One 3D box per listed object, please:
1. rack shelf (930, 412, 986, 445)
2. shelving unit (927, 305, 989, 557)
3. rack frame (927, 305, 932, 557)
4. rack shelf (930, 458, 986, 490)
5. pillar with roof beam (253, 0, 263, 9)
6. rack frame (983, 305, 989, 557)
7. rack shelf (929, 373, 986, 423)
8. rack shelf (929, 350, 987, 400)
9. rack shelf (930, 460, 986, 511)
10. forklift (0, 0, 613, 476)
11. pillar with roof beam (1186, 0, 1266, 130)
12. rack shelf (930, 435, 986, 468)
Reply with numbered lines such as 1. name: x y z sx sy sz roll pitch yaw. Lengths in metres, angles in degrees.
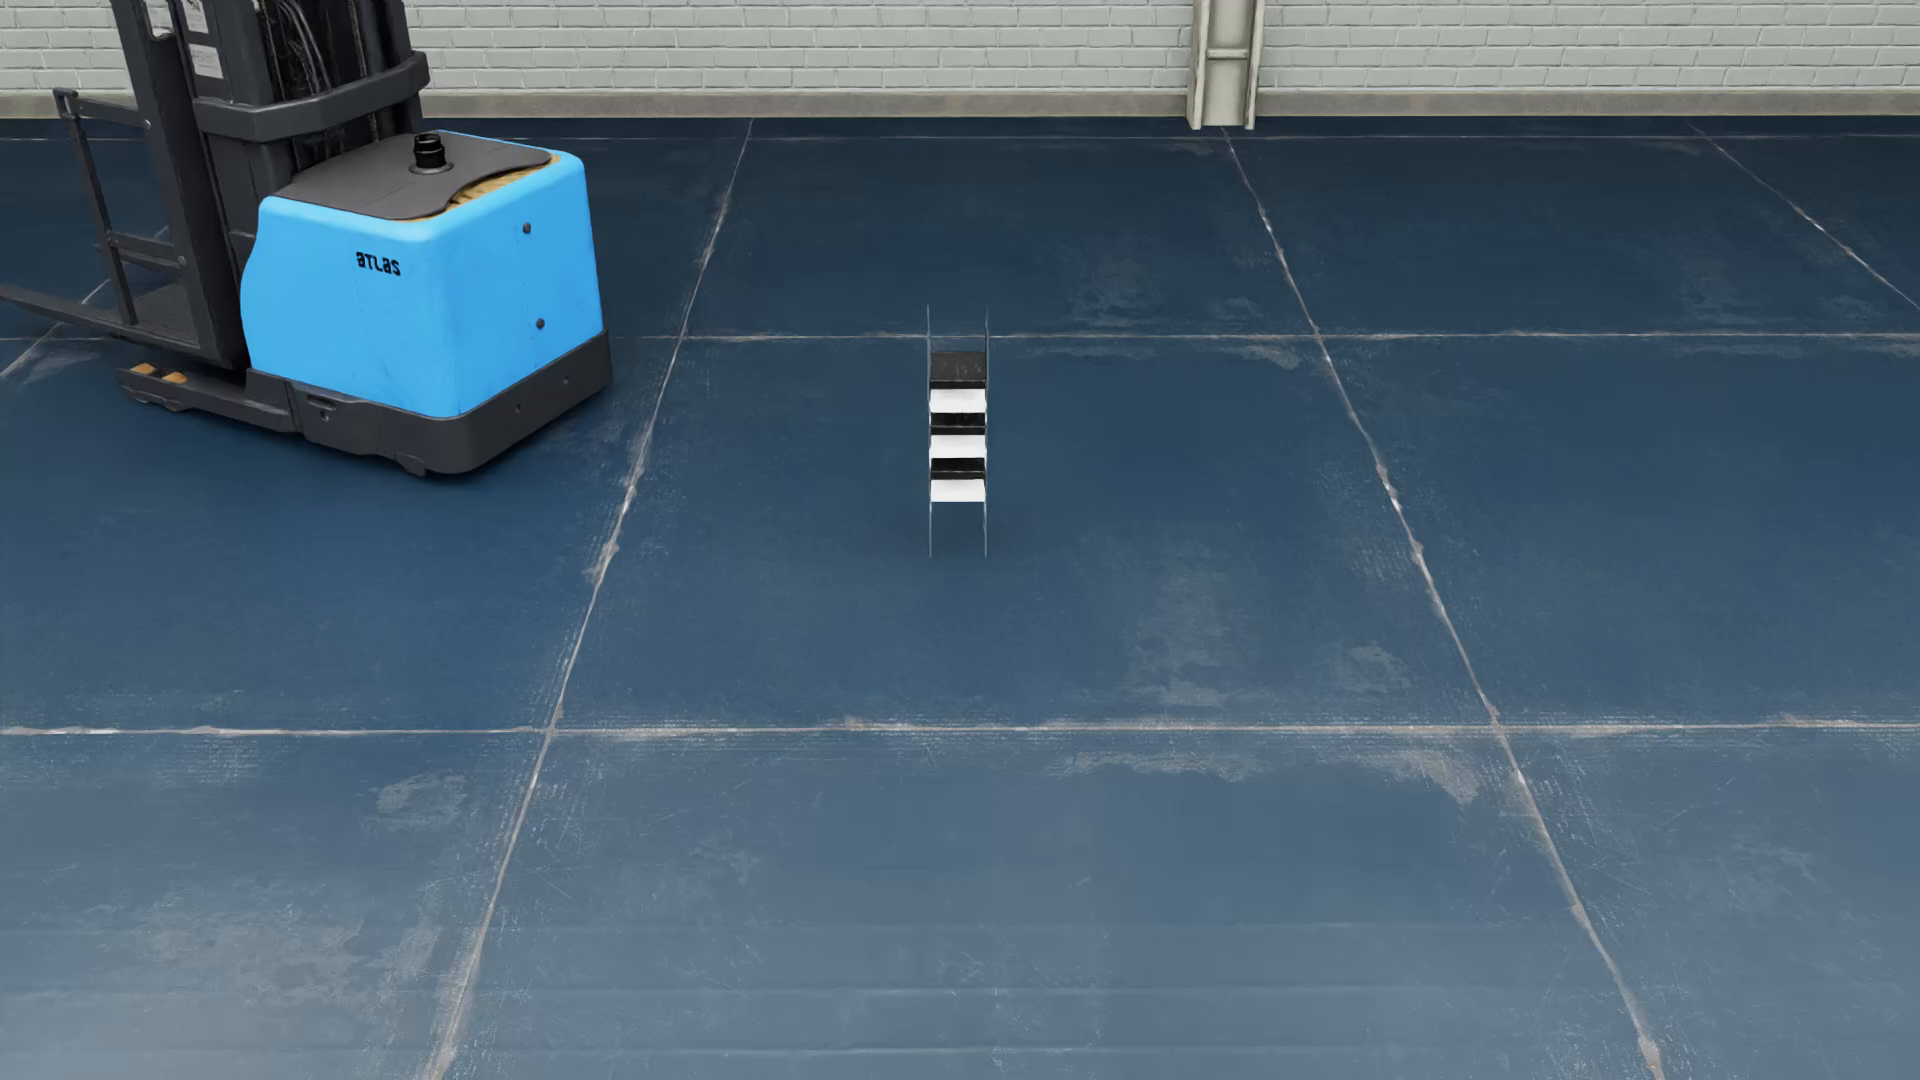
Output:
1. rack shelf: -0.008 -0.433 5.987 0.200 0.077 0.258 0 31 0
2. shelving unit: -0.008 -0.385 6.017 0.210 0.900 0.258 0 31 0
3. rack frame: -0.110 -0.384 6.016 0.006 0.900 0.240 0 31 0
4. rack shelf: -0.008 -0.279 6.081 0.200 0.077 0.258 0 31 0
5. pillar with roof beam: -4.308 -4.278 4.626 0.400 9.000 9.100 0 31 0
6. rack frame: 0.094 -0.385 6.017 0.006 0.900 0.240 0 31 0
7. rack shelf: -0.008 -0.510 5.940 0.200 0.077 0.258 0 31 0
8. rack shelf: -0.008 -0.587 5.894 0.200 0.077 0.258 0 31 0
9. rack shelf: -0.008 -0.202 6.127 0.200 0.077 0.258 0 31 0
10. forklift: -3.067 -2.031 6.772 3.031 2.935 1.130 15 34 23
11. pillar with roof beam: 1.692 -4.297 4.657 0.400 9.000 9.100 0 31 0
12. rack shelf: -0.008 -0.356 6.034 0.200 0.077 0.258 0 31 0
